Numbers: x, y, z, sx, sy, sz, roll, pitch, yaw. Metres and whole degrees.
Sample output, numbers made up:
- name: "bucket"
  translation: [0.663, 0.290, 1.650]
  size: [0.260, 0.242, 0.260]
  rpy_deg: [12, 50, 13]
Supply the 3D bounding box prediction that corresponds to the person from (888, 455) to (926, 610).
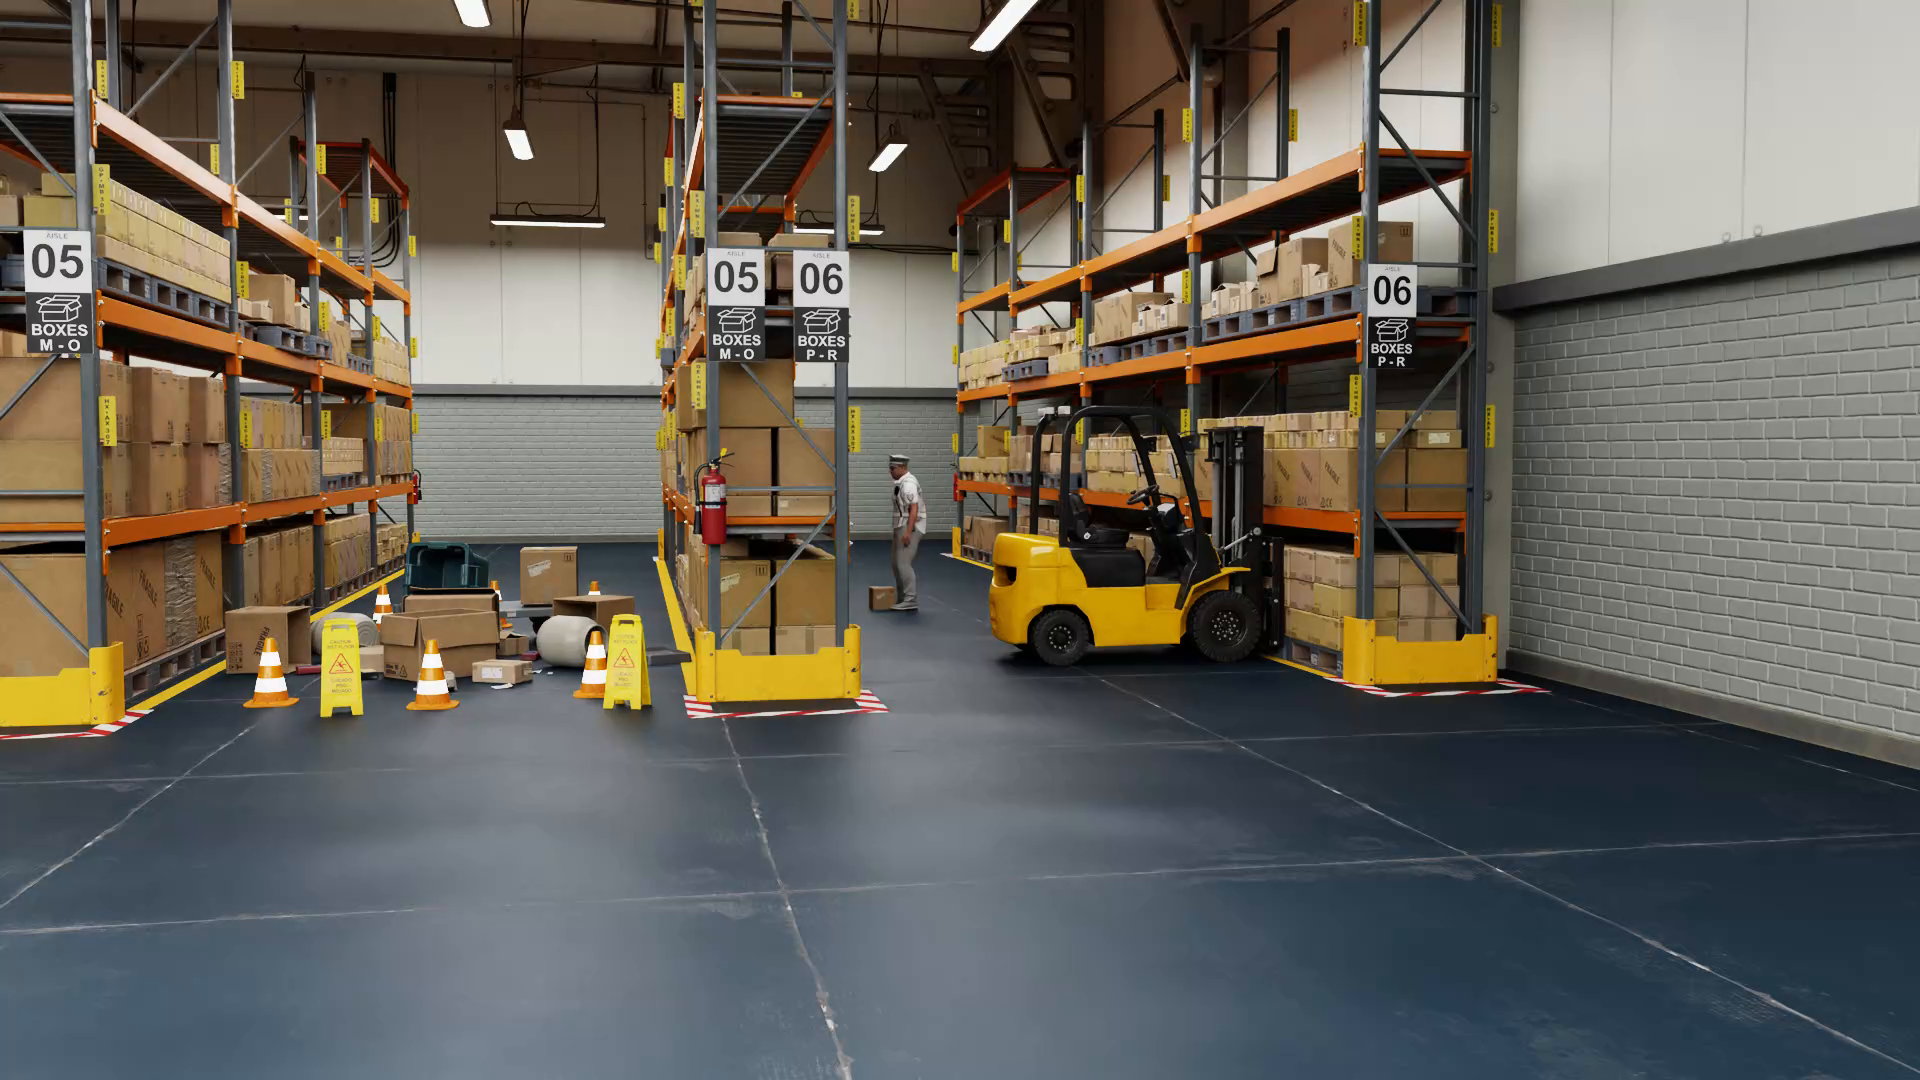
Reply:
- name: "person"
  translation: [-0.610, -0.093, 18.806]
  size: [0.436, 1.747, 0.587]
  rpy_deg: [-1, 3, -14]
